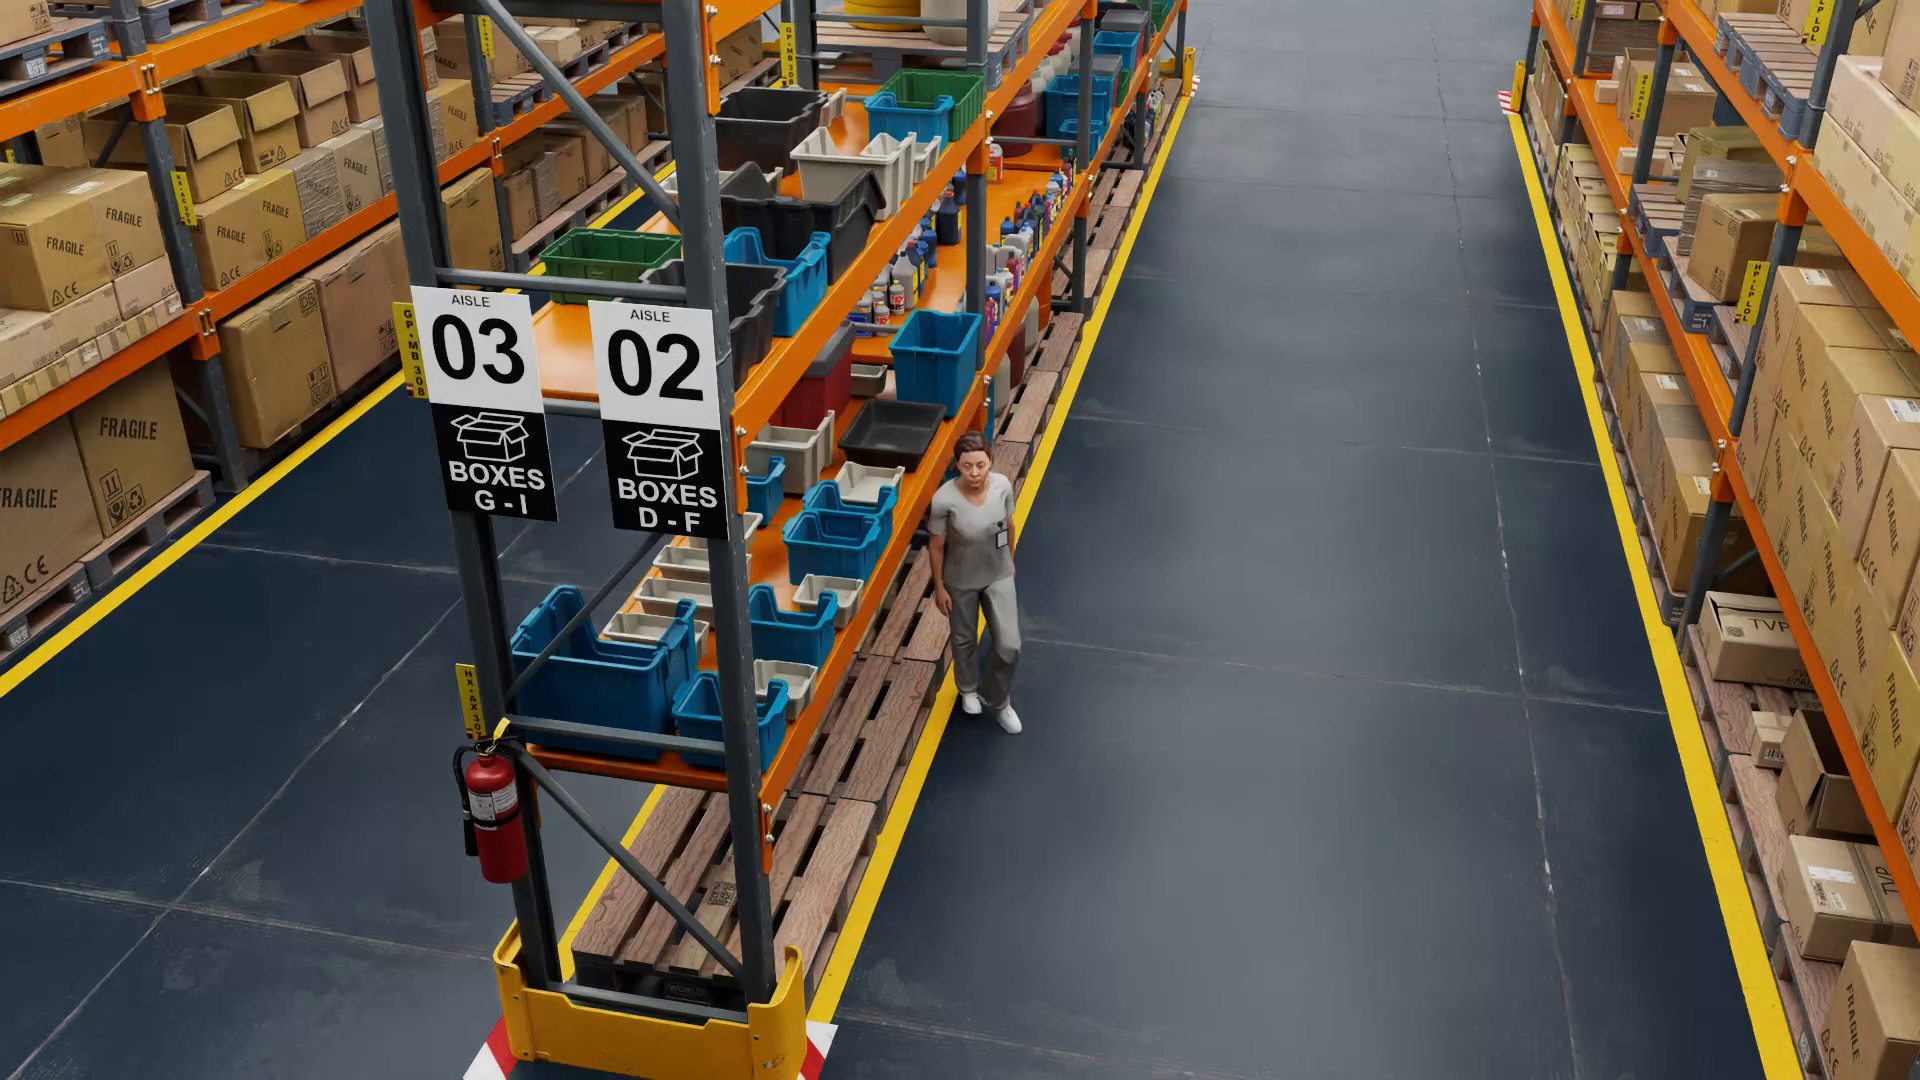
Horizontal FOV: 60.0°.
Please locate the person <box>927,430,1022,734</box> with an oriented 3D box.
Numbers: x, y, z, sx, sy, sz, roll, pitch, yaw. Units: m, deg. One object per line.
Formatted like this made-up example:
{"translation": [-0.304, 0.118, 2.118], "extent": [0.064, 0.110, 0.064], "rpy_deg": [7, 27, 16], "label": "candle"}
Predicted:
{"translation": [0.063, 0.195, 8.255], "extent": [0.472, 1.672, 0.536], "rpy_deg": [-6, 29, -10], "label": "person"}
